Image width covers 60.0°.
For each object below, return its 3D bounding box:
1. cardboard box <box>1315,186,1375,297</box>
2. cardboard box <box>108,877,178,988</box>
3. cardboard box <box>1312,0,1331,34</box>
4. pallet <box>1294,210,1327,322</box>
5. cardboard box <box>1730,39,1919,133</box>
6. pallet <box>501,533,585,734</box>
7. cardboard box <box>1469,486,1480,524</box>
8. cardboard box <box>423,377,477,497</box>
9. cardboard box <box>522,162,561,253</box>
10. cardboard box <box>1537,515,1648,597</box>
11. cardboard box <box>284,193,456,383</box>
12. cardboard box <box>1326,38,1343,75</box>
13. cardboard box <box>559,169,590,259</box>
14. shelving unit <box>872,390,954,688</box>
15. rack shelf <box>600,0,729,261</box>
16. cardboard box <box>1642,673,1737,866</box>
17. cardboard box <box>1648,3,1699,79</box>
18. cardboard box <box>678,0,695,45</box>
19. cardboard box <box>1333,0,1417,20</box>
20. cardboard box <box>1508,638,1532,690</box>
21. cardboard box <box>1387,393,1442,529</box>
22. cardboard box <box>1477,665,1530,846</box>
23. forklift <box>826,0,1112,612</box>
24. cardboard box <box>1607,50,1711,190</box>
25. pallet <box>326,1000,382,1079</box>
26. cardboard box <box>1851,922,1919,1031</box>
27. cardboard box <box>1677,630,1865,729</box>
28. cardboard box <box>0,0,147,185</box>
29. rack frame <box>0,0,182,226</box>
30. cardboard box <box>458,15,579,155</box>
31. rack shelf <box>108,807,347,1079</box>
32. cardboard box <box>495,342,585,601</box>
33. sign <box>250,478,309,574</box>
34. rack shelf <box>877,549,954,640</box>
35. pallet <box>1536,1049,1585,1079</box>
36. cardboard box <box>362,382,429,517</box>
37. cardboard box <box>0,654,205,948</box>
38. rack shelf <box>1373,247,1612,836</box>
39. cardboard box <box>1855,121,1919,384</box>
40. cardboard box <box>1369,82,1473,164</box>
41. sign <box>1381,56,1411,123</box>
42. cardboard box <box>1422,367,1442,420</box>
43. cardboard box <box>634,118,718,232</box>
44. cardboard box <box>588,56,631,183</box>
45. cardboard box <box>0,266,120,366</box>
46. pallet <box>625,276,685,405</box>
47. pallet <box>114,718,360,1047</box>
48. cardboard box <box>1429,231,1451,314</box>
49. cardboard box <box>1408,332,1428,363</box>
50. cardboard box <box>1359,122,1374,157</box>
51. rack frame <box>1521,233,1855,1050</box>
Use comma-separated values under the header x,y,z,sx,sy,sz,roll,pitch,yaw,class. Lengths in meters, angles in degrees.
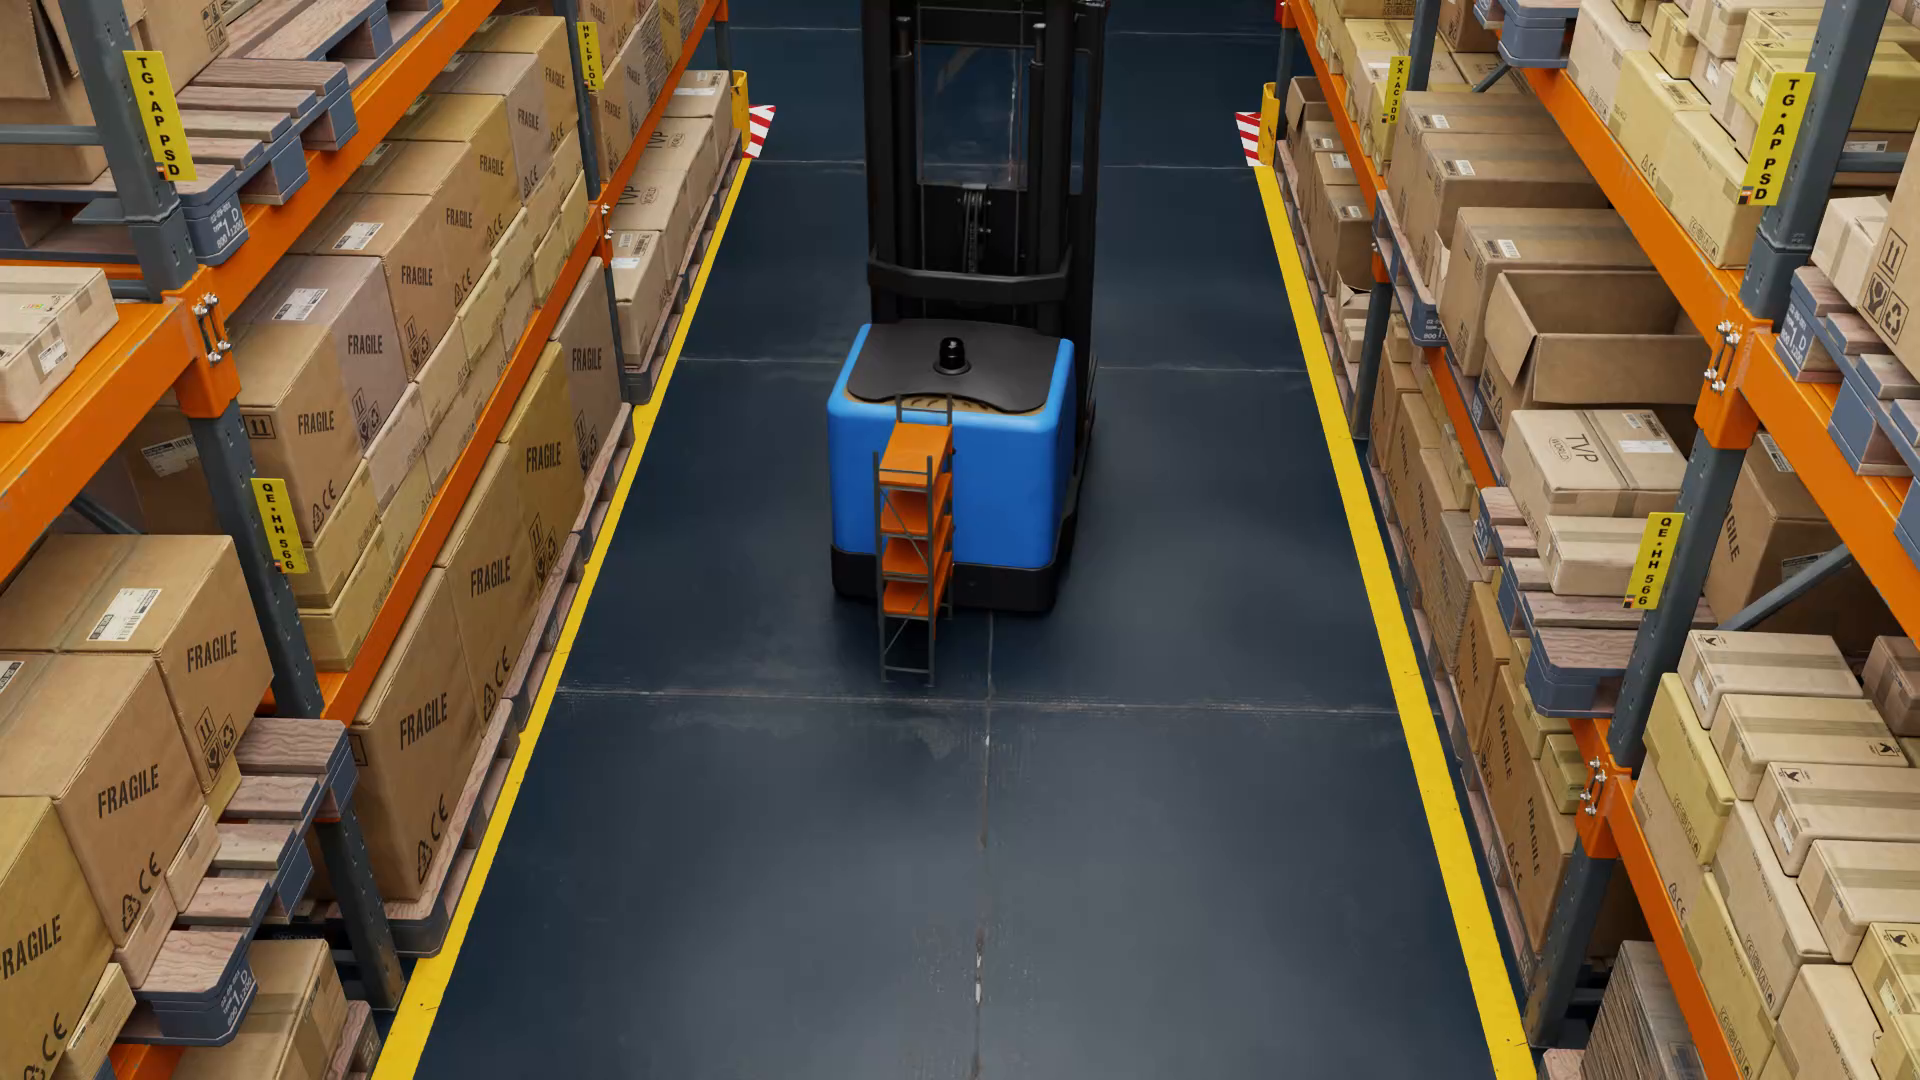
x,y,z,sx,sy,sz,roll,pitch,yaw,class
2.557,-1.800,10.012,0.700,0.500,0.500,0,35,0,cardboard box
-2.190,0.967,4.118,0.380,0.149,0.250,0,35,0,cardboard box
2.467,-3.312,10.226,0.500,0.250,0.500,1,35,1,cardboard box
2.706,-1.745,10.550,1.003,0.211,1.213,1,35,2,pallet
2.188,-1.146,4.188,0.380,0.149,0.250,2,35,3,cardboard box
-2.331,0.387,7.516,1.003,0.211,1.213,1,35,2,pallet
2.379,-0.096,7.023,0.380,0.149,0.250,1,35,2,cardboard box
-2.189,-0.414,6.361,0.500,0.250,0.500,2,35,3,cardboard box
-2.116,-1.498,7.469,0.500,0.250,0.500,2,35,3,cardboard box
2.113,0.054,5.418,0.380,0.149,0.250,2,35,3,cardboard box
-2.179,-0.913,5.984,0.500,0.500,0.500,2,35,3,cardboard box
2.413,-2.911,10.002,0.380,0.149,0.250,2,35,3,cardboard box
-2.095,-1.577,8.015,0.500,0.250,0.500,1,35,1,cardboard box
-0.192,0.009,7.194,0.258,1.200,0.503,5,35,7,shelving unit
-2.249,-2.756,10.189,1.077,0.370,4.000,1,35,2,rack shelf
2.183,0.615,4.462,0.500,0.250,0.500,1,35,2,cardboard box
2.276,-1.472,4.910,0.380,0.149,0.250,1,35,2,cardboard box
-1.969,-3.374,10.355,0.500,0.500,0.500,2,35,3,cardboard box
2.444,-3.338,9.611,0.500,0.500,0.500,2,35,3,cardboard box
2.272,0.497,6.178,0.380,0.149,0.250,0,35,0,cardboard box
2.375,-0.359,7.961,0.500,0.500,0.500,1,35,1,cardboard box
2.303,0.825,6.276,0.500,0.500,0.500,1,35,1,cardboard box
0.142,-1.705,8.127,1.130,2.935,3.031,5,35,7,forklift
2.268,-1.246,4.936,0.500,0.250,0.500,1,35,2,cardboard box
-2.523,1.986,5.240,1.003,0.211,1.213,1,35,2,pallet
2.191,0.976,3.601,0.380,0.149,0.250,2,35,2,cardboard box
2.163,0.379,4.451,0.380,0.149,0.250,2,35,3,cardboard box
-2.625,-1.265,4.377,0.797,0.503,0.637,-1,35,-1,cardboard box
-2.490,-2.058,3.352,1.000,3.000,0.127,1,35,2,rack frame
-2.096,-2.089,7.657,0.500,0.500,0.500,2,35,3,cardboard box
-2.570,1.840,3.649,1.077,0.370,4.000,1,35,2,rack shelf
-2.302,-0.327,7.589,0.875,0.875,0.875,2,35,3,cardboard box
-1.947,-0.038,4.757,0.100,0.325,0.005,1,35,2,sign
-0.192,0.226,7.347,0.258,0.148,0.480,5,35,7,rack shelf
2.398,2.122,5.047,1.003,0.211,1.213,1,35,2,pallet
-2.201,-0.329,5.805,0.500,0.250,0.500,2,35,3,cardboard box
-2.240,0.627,4.038,0.500,0.500,0.500,1,35,1,cardboard box
2.550,-0.346,6.759,1.077,0.370,4.000,1,35,2,rack shelf
2.198,-0.561,3.292,0.500,0.500,0.500,2,35,2,cardboard box
2.408,-2.148,8.569,0.500,0.250,0.500,2,35,3,cardboard box
2.088,-2.151,7.950,0.100,0.325,0.005,1,35,2,sign
2.418,-0.695,7.875,0.380,0.149,0.250,0,35,-1,cardboard box
-2.123,-2.416,10.942,0.875,0.438,0.875,2,35,3,cardboard box
-2.049,-2.206,8.693,0.500,0.500,0.500,2,35,3,cardboard box
-2.292,-0.542,4.022,0.380,0.149,0.250,1,35,2,cardboard box
-2.220,-1.196,9.768,1.003,0.211,1.213,1,35,2,pallet
-2.412,0.887,4.546,1.213,0.211,1.003,1,35,2,pallet
2.192,-1.117,6.982,0.396,0.266,0.258,3,35,4,cardboard box
2.388,-0.975,8.014,0.380,0.149,0.250,0,35,0,cardboard box
2.366,-2.175,8.955,0.380,0.149,0.250,2,35,3,cardboard box
2.470,0.509,4.917,1.000,3.000,0.127,1,35,2,rack frame
